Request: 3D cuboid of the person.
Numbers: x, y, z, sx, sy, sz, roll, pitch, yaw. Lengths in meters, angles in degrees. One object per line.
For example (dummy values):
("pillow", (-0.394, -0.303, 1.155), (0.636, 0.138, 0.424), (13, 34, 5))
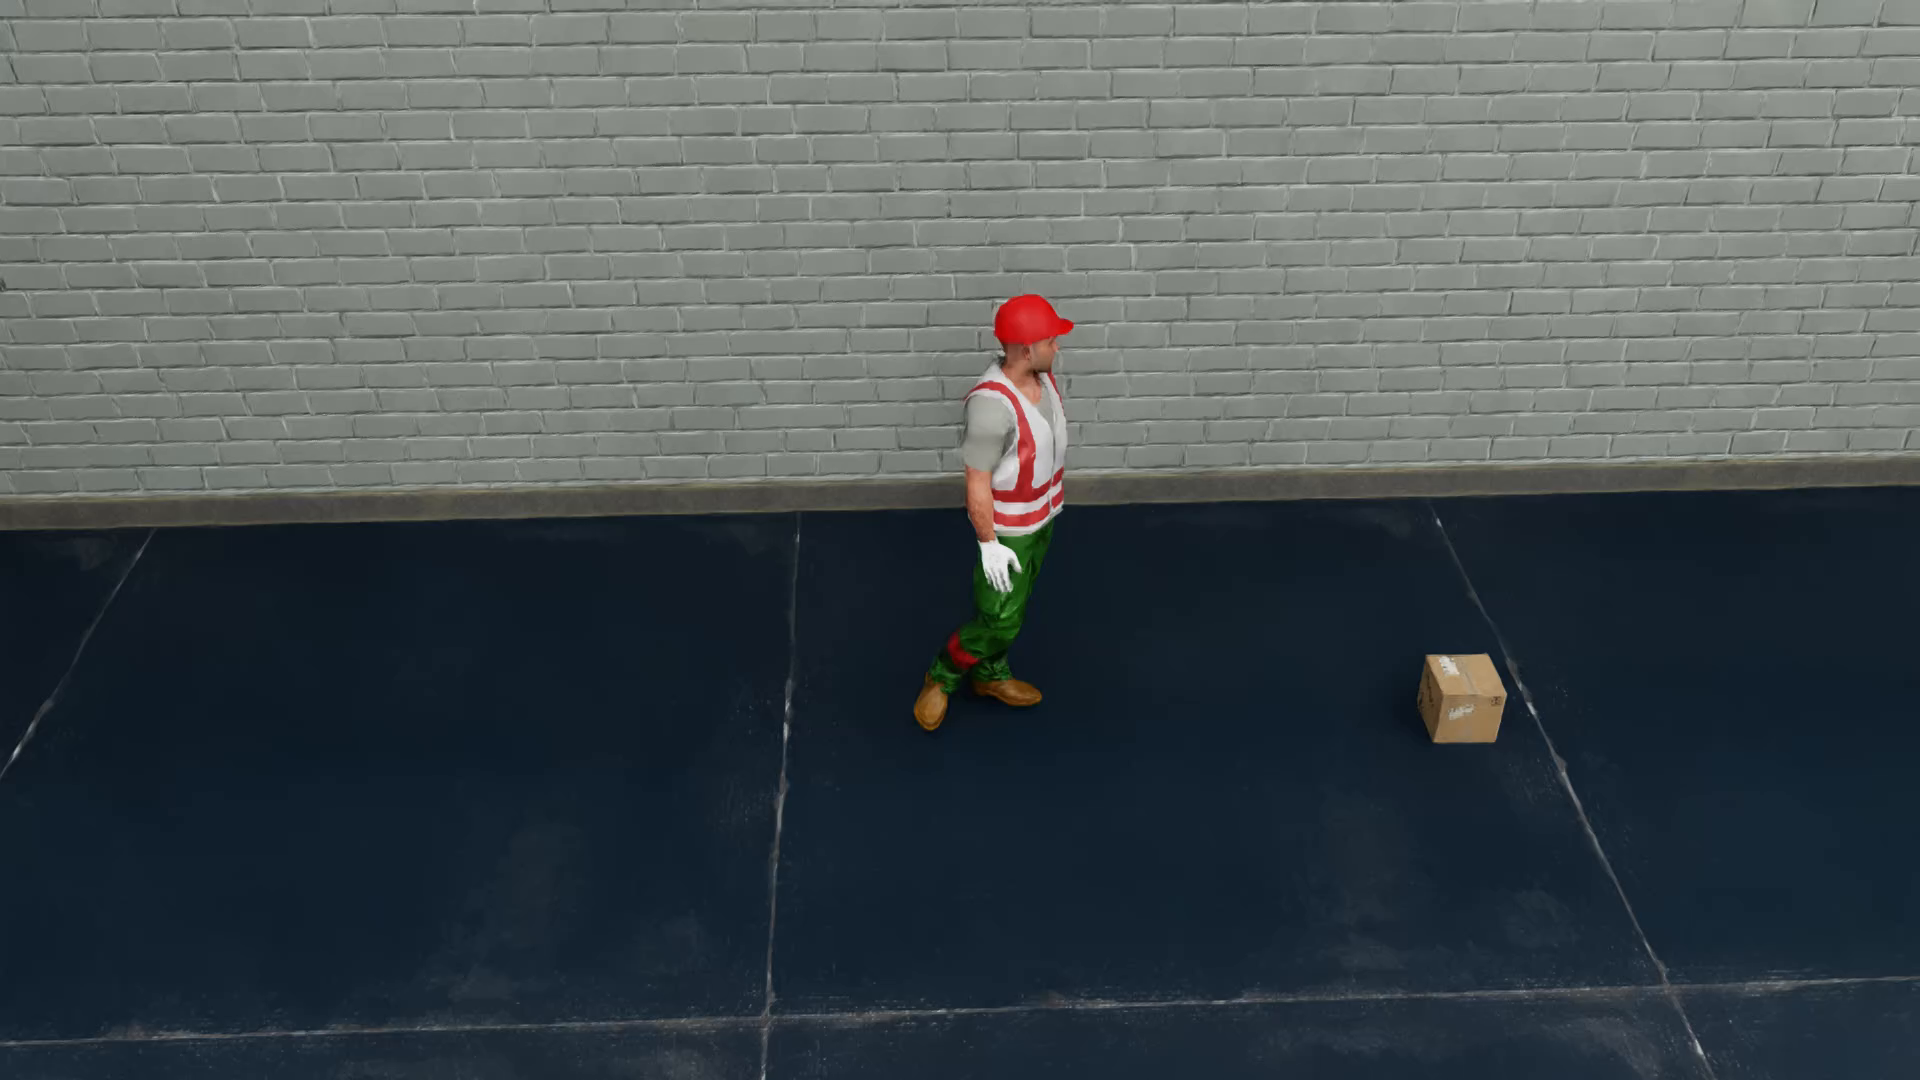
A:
("person", (0.127, -0.079, 6.206), (0.457, 1.781, 0.711), (19, 39, 25))
